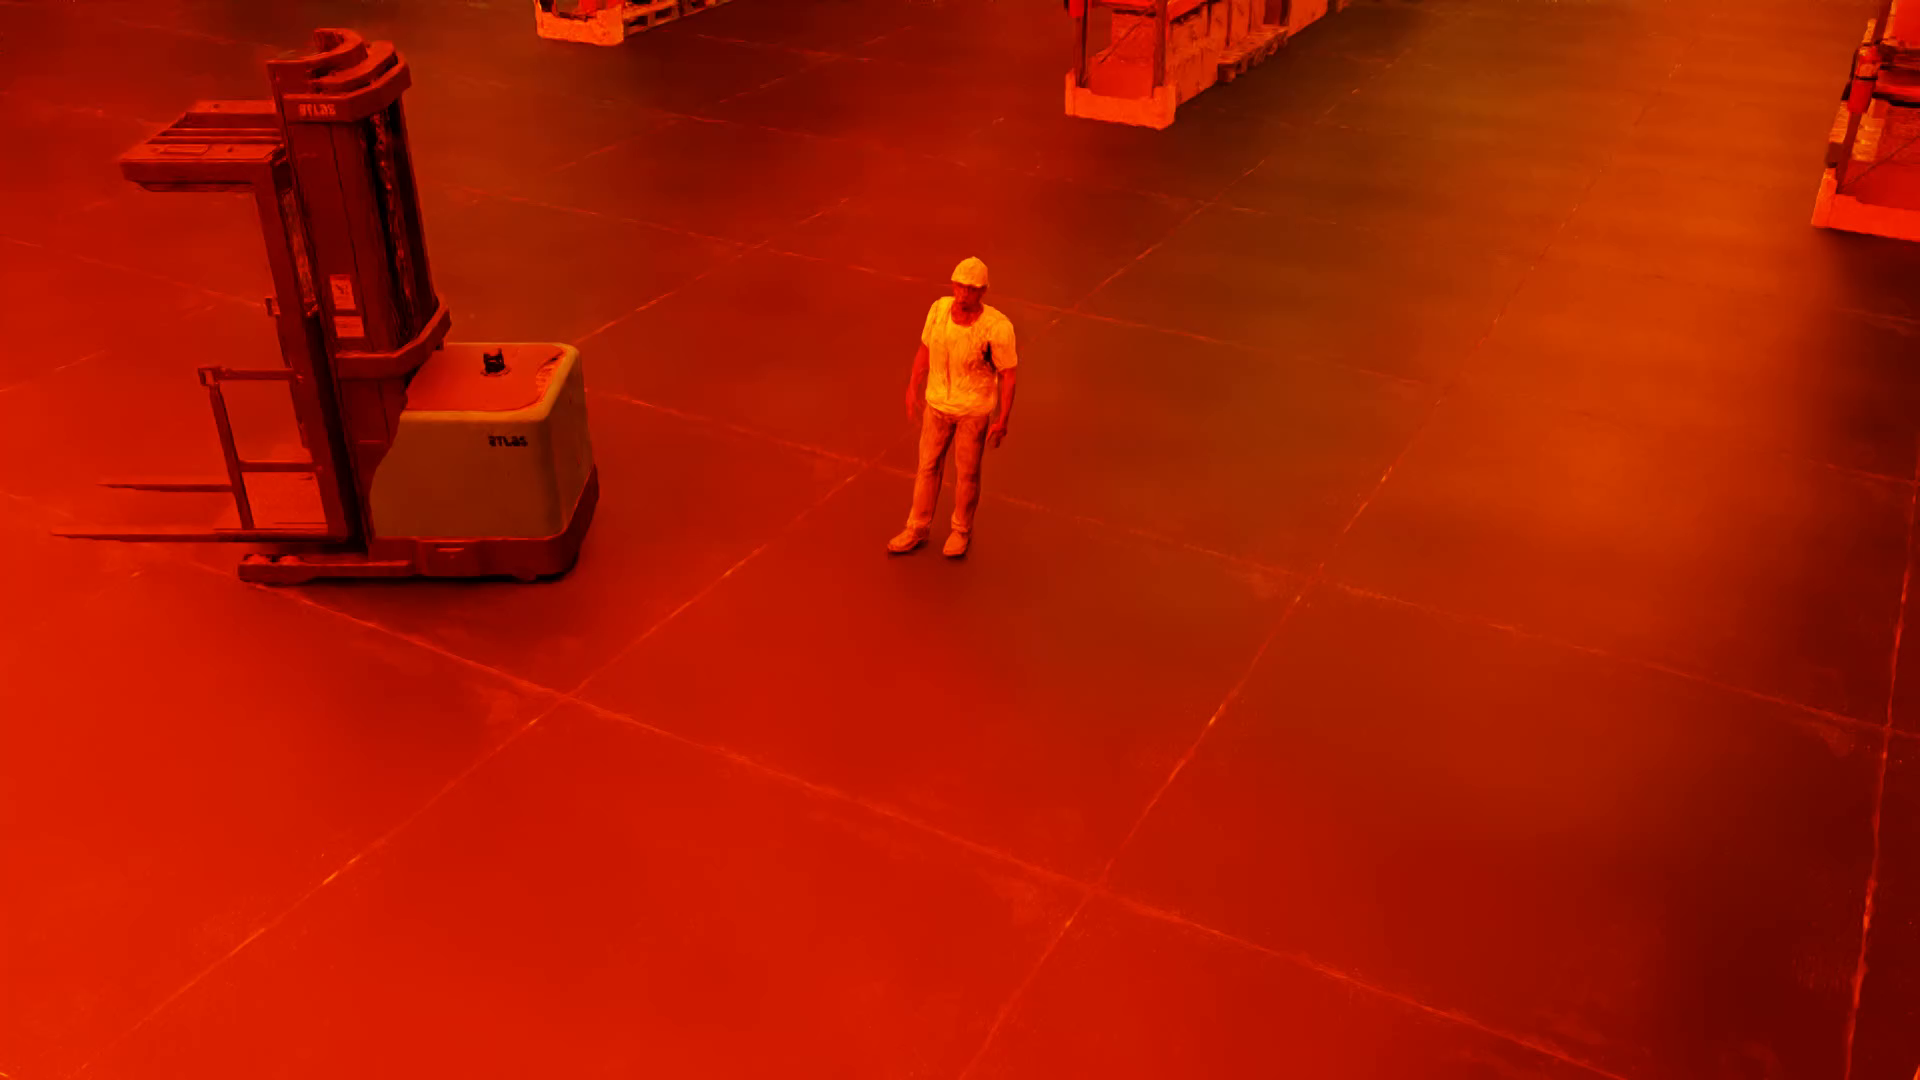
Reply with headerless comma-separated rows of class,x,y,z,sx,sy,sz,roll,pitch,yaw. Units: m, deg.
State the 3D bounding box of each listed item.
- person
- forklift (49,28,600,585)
person,-0.039,-0.742,9.507,0.665,1.766,0.576,15,33,25
forklift,-3.758,-1.277,9.283,3.031,2.935,1.130,0,30,0
